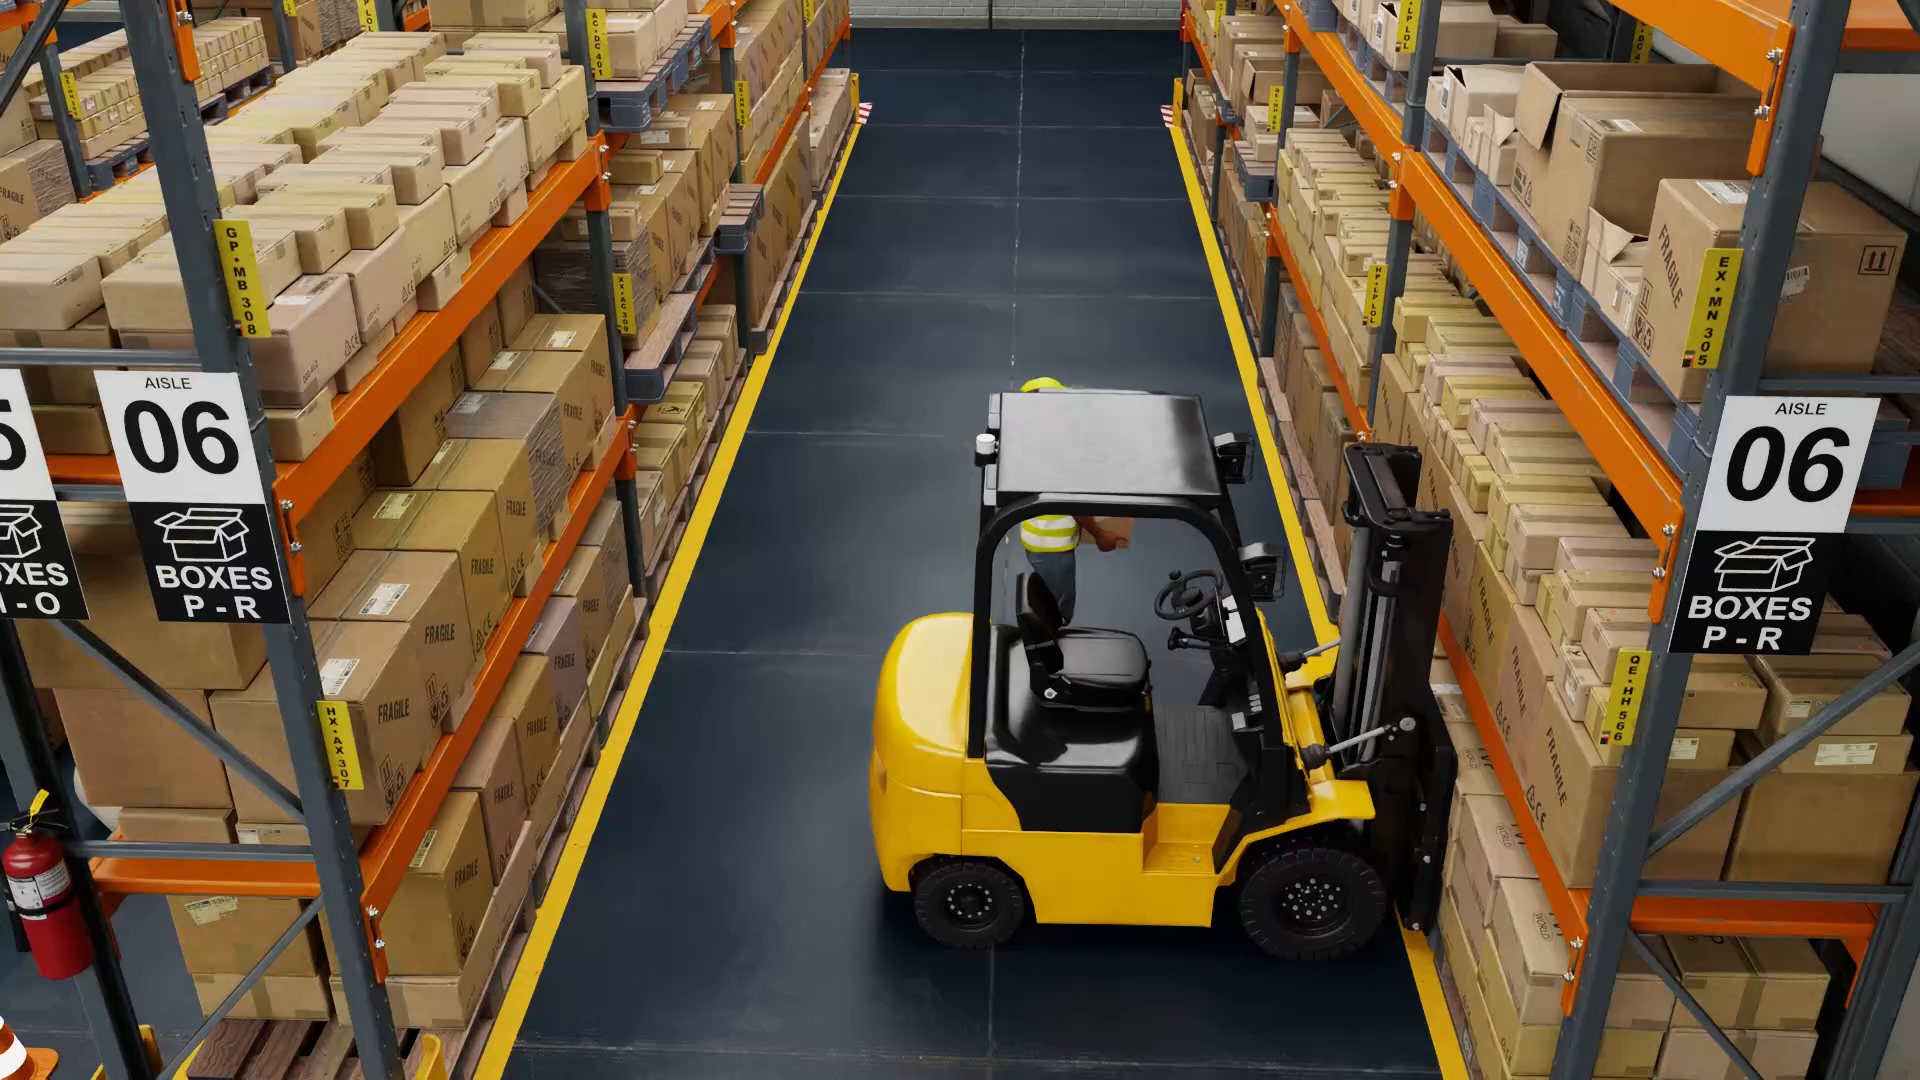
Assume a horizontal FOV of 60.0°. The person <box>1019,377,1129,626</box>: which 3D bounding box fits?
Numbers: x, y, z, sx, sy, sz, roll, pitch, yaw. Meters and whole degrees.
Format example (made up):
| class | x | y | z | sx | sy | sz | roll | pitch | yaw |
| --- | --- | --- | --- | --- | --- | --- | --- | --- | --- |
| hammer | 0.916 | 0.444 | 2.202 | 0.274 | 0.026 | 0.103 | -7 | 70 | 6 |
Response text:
| class | x | y | z | sx | sy | sz | roll | pitch | yaw |
| --- | --- | --- | --- | --- | --- | --- | --- | --- | --- |
| person | 0.575 | -0.013 | 8.626 | 0.587 | 1.761 | 0.503 | 1 | 28 | 2 |
